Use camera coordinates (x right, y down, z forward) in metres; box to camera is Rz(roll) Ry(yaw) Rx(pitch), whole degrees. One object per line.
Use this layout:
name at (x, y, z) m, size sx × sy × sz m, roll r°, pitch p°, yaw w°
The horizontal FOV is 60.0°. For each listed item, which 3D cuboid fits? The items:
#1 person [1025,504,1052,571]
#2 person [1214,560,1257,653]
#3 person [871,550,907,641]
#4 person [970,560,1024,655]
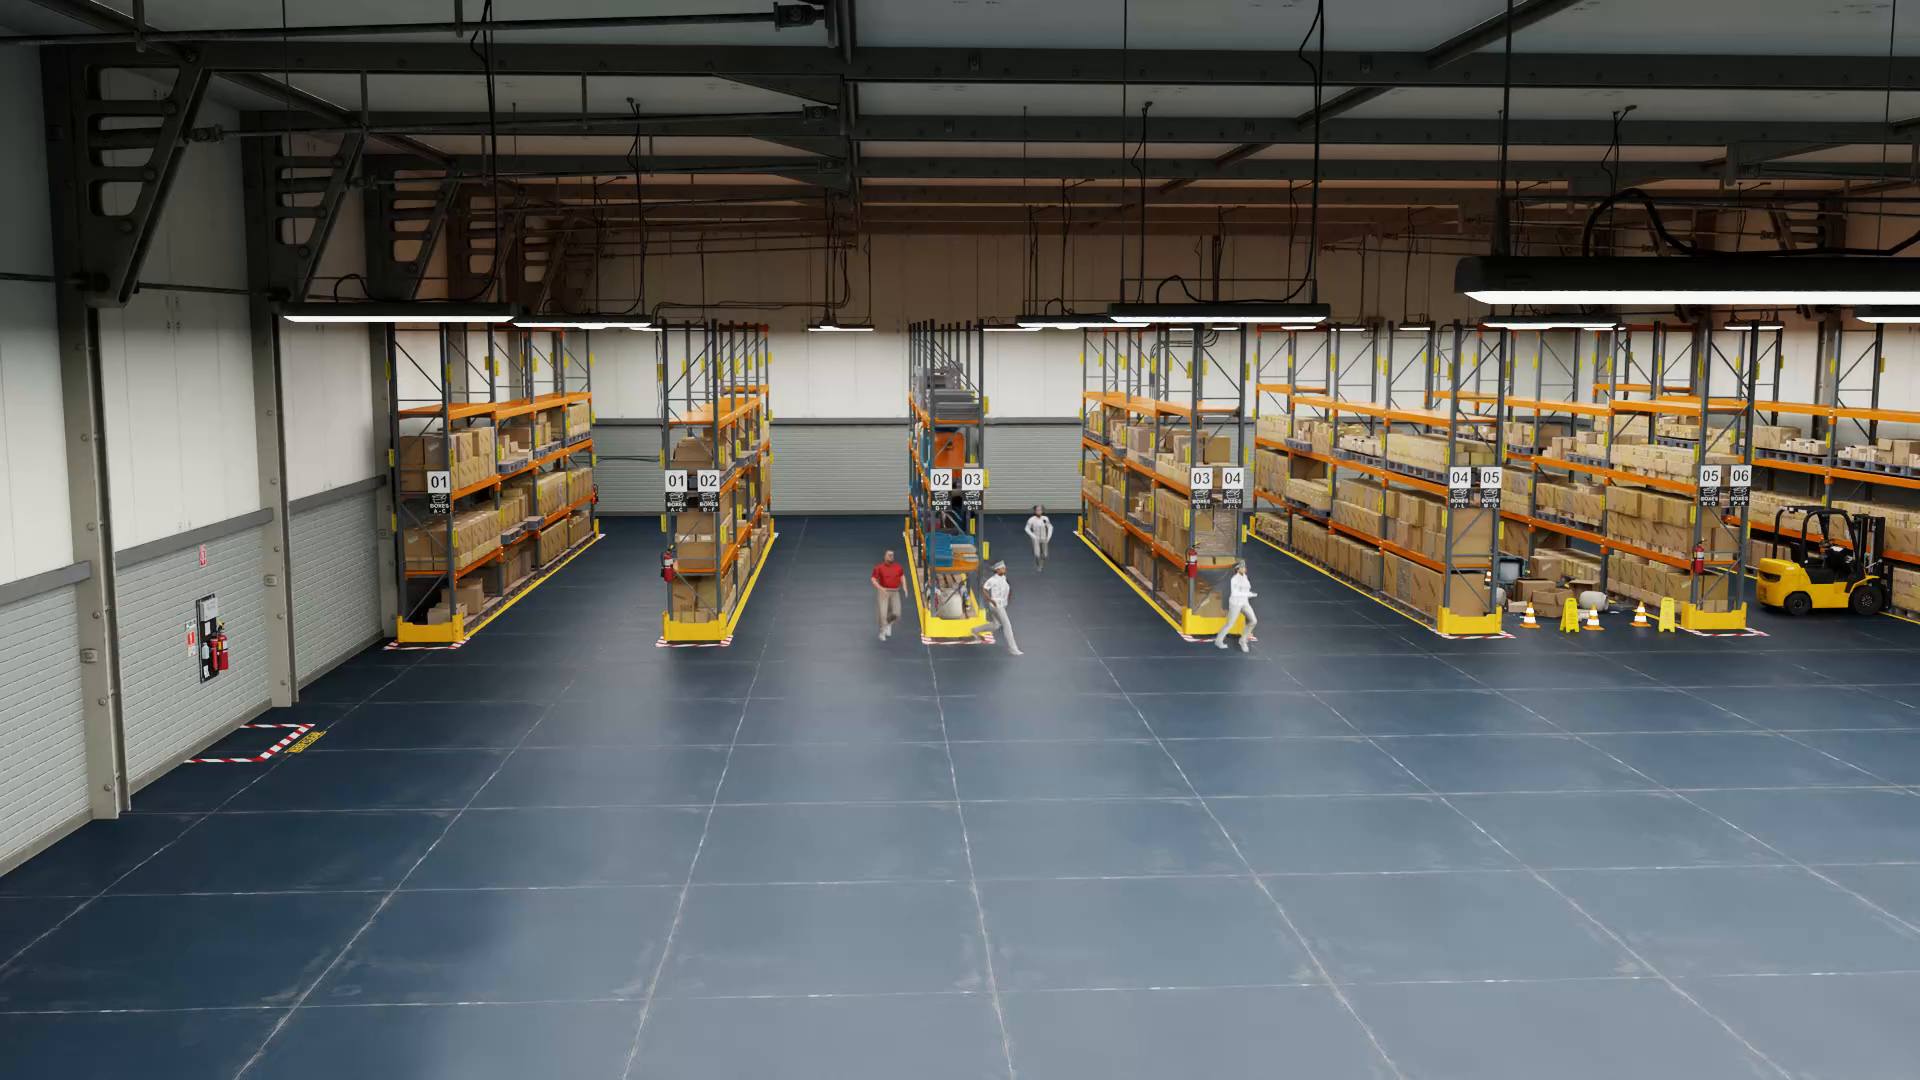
person at (1.831, -0.060, 38.421) m, size 0.663 × 1.545 × 0.610 m, roll -1°, pitch 7°, yaw -11°
person at (5.038, 1.182, 30.032) m, size 0.621 × 1.697 × 0.847 m, roll -7°, pitch 10°, yaw -44°
person at (-1.326, 1.039, 31.320) m, size 0.701 × 1.689 × 0.524 m, roll -3°, pitch 8°, yaw -20°
person at (0.660, 1.218, 29.996) m, size 1.070 × 1.706 × 0.513 m, roll 3°, pitch 8°, yaw 20°
